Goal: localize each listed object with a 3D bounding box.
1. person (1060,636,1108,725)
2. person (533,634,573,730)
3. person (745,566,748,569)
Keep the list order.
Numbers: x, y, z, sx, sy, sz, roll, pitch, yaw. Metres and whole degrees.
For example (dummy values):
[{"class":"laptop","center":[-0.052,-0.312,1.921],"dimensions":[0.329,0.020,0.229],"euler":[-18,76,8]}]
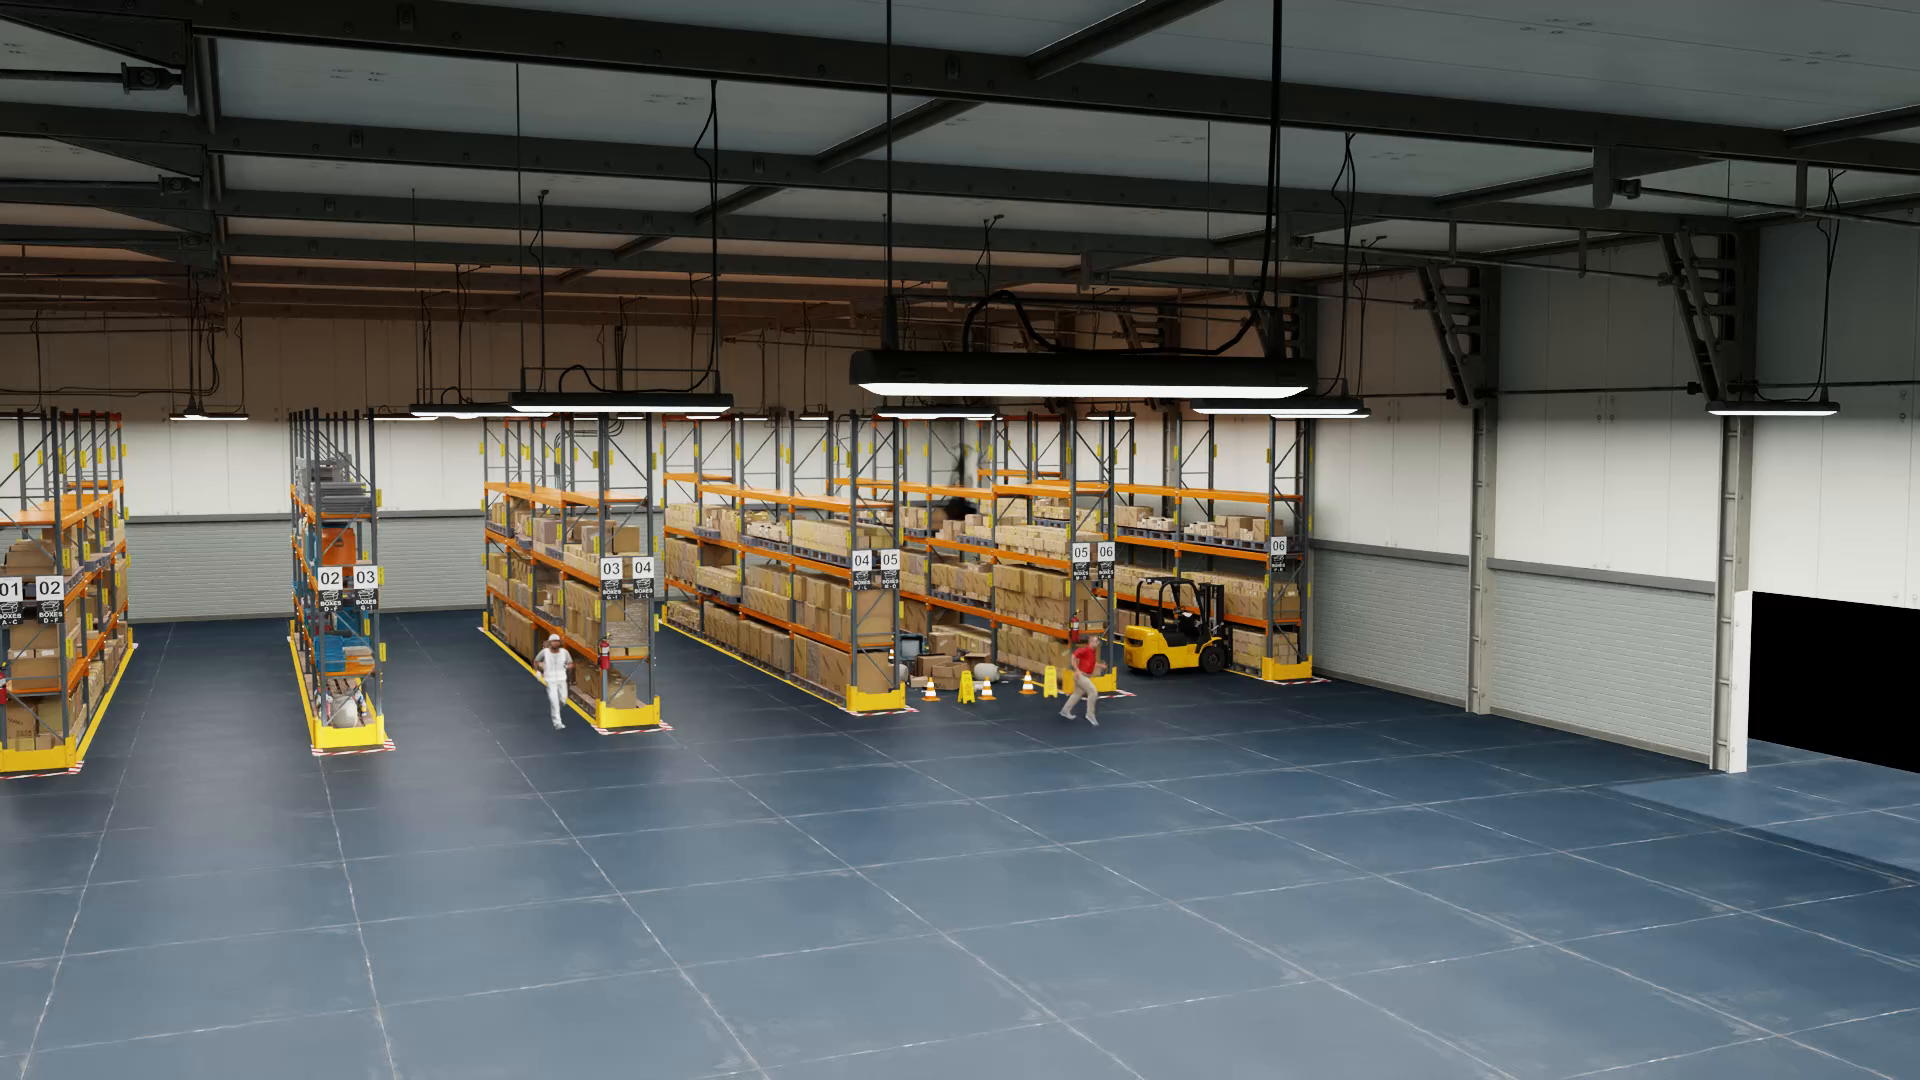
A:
[{"class":"person","center":[2.339,2.677,31.789],"dimensions":[0.925,1.731,0.675],"euler":[2,4,24]},{"class":"person","center":[-7.600,2.649,31.215],"dimensions":[0.700,1.764,0.958],"euler":[-2,4,-27]},{"class":"person","center":[-6.224,1.558,48.327],"dimensions":[0.497,1.620,1.005],"euler":[-2,5,-28]}]
